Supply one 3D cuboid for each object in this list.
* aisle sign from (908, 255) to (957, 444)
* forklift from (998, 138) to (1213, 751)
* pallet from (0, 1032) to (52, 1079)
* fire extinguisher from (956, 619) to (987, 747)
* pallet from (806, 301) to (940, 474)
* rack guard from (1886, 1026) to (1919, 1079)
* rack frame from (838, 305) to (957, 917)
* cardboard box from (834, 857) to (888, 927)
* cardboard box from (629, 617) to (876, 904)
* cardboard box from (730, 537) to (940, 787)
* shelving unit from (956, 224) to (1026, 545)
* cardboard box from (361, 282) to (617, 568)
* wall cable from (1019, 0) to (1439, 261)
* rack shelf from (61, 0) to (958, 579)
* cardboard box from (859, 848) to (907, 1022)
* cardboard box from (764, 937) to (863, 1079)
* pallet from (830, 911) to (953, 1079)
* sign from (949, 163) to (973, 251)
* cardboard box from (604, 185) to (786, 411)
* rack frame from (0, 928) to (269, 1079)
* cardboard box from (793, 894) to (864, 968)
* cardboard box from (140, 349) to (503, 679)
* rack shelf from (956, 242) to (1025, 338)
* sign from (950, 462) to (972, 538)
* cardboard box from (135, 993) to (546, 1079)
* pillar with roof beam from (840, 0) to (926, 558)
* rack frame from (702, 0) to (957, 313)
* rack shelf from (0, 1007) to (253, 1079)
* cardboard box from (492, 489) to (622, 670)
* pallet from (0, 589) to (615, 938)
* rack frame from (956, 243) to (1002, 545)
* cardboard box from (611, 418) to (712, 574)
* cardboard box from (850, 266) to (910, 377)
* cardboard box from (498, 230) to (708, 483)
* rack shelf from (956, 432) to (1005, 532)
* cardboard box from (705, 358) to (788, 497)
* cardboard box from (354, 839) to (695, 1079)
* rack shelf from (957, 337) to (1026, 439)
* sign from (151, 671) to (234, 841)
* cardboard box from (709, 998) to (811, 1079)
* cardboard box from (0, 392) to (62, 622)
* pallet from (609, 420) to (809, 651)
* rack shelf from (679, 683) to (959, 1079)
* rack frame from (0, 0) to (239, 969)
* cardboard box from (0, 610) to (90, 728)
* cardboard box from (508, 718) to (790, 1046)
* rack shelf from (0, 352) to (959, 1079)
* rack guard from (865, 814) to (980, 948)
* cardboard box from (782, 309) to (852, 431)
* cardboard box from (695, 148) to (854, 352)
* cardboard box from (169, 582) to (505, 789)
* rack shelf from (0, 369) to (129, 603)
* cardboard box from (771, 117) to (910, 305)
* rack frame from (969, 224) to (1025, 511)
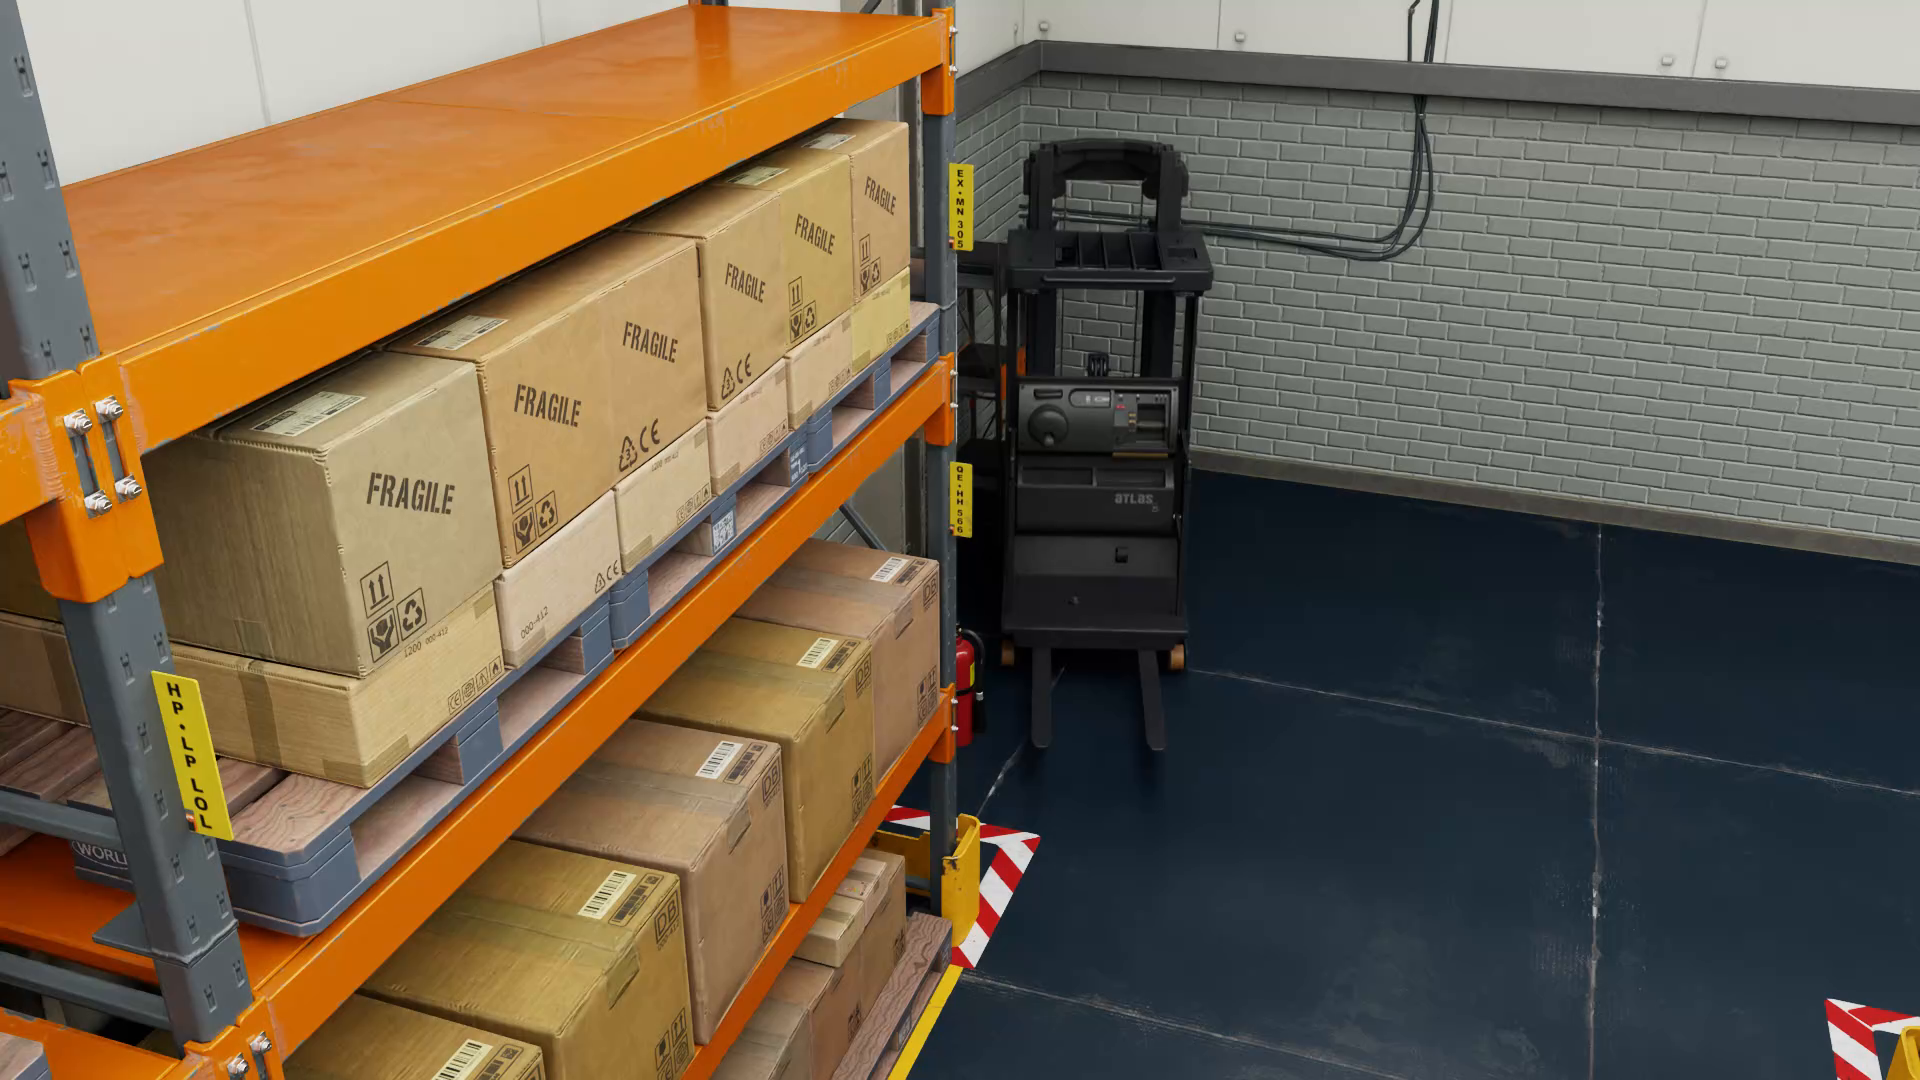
[{"bbox_3d":[-0.199,-0.776,6.651,0.394,0.787,0.004,9,27,17],"label":"aisle sign"},{"bbox_3d":[0.799,-0.685,9.526,1.130,2.935,3.031,1,26,2],"label":"forklift"},{"bbox_3d":[-2.096,1.144,2.447,0.805,0.209,1.217,8,27,15],"label":"pallet"},{"bbox_3d":[-0.021,0.588,7.334,0.296,0.674,0.183,9,27,17],"label":"fire extinguisher"},{"bbox_3d":[-0.743,-0.624,5.979,1.003,0.211,1.213,9,27,17],"label":"pallet"},{"bbox_3d":[4.141,2.253,6.246,1.175,0.500,0.348,9,27,17],"label":"rack guard"},{"bbox_3d":[-0.506,0.380,7.246,1.000,3.000,0.127,9,27,17],"label":"rack frame"},{"bbox_3d":[-0.516,1.406,6.771,0.380,0.149,0.250,8,27,17],"label":"cardboard box"},{"bbox_3d":[-0.898,0.757,6.124,0.980,0.700,0.700,9,27,17],"label":"cardboard box"},{"bbox_3d":[-0.666,0.456,6.745,0.980,0.700,0.700,10,28,20],"label":"cardboard box"},{"bbox_3d":[0.169,-1.045,11.209,0.431,2.100,0.503,8,27,20],"label":"shelving unit"},{"bbox_3d":[-1.170,-0.295,3.913,0.500,0.500,0.500,8,27,16],"label":"cardboard box"},{"bbox_3d":[1.713,-3.195,11.309,3.097,2.526,0.112,9,27,17],"label":"wall cable"},{"bbox_3d":[-1.172,-0.994,4.486,1.077,0.370,4.000,9,27,17],"label":"rack shelf"},{"bbox_3d":[-0.645,1.618,7.076,0.700,0.500,0.500,9,27,17],"label":"cardboard box"},{"bbox_3d":[-0.811,1.824,6.651,0.700,0.500,0.500,9,27,17],"label":"cardboard box"},{"bbox_3d":[-0.698,1.975,7.152,1.003,0.211,1.213,9,27,17],"label":"pallet"},{"bbox_3d":[0.001,-1.248,6.243,0.100,0.325,0.005,9,27,17],"label":"sign"},{"bbox_3d":[-0.835,-0.714,4.779,0.500,0.500,0.500,8,27,15],"label":"cardboard box"},{"bbox_3d":[-1.837,2.024,3.851,1.000,3.000,0.127,9,27,17],"label":"rack frame"},{"bbox_3d":[-0.600,1.511,6.554,0.380,0.149,0.250,9,27,19],"label":"cardboard box"},{"bbox_3d":[-1.335,-0.083,3.475,0.500,0.500,0.500,8,27,17],"label":"cardboard box"},{"bbox_3d":[0.153,-1.665,10.915,0.431,0.518,0.480,8,27,20],"label":"rack shelf"},{"bbox_3d":[0.001,-0.163,6.768,0.100,0.325,0.005,9,27,17],"label":"sign"},{"bbox_3d":[-1.641,1.668,4.242,0.980,0.700,0.700,9,27,18],"label":"cardboard box"},{"bbox_3d":[3.636,-2.931,7.200,9.100,9.000,0.400,9,27,17],"label":"pillar with roof beam"},{"bbox_3d":[-0.506,-2.320,5.939,1.000,3.000,0.127,9,27,17],"label":"rack frame"},{"bbox_3d":[-2.503,1.819,1.657,1.077,0.370,4.000,9,27,17],"label":"rack shelf"},{"bbox_3d":[-1.176,0.054,4.053,0.500,0.250,0.500,8,27,16],"label":"cardboard box"},{"bbox_3d":[-1.555,0.379,3.908,1.003,0.211,1.213,9,27,17],"label":"pallet"},{"bbox_3d":[0.080,-0.946,11.005,0.400,2.100,0.015,8,27,20],"label":"rack frame"},{"bbox_3d":[-1.012,-0.158,4.491,0.500,0.250,0.500,8,27,16],"label":"cardboard box"},{"bbox_3d":[-0.499,-0.797,5.811,0.500,0.250,0.500,10,27,19],"label":"cardboard box"},{"bbox_3d":[-1.011,-0.498,4.334,0.500,0.500,0.500,9,27,18],"label":"cardboard box"},{"bbox_3d":[0.185,-0.401,11.515,0.431,0.518,0.480,8,27,20],"label":"rack shelf"},{"bbox_3d":[-0.840,-0.368,4.926,0.500,0.250,0.500,8,27,16],"label":"cardboard box"},{"bbox_3d":[-1.393,1.369,4.860,0.980,0.700,0.700,8,27,16],"label":"cardboard box"},{"bbox_3d":[0.169,-1.033,11.215,0.431,0.518,0.480,8,27,20],"label":"rack shelf"},{"bbox_3d":[-1.322,0.374,2.862,0.100,0.325,0.005,9,27,17],"label":"sign"},{"bbox_3d":[-0.978,2.031,6.224,0.700,0.500,0.500,8,27,16],"label":"cardboard box"},{"bbox_3d":[-1.825,-0.151,3.616,0.500,0.500,0.500,9,27,17],"label":"cardboard box"},{"bbox_3d":[-1.147,-0.121,4.940,1.003,0.211,1.213,9,27,17],"label":"pallet"},{"bbox_3d":[-1.172,1.526,5.706,1.077,0.370,4.000,9,27,17],"label":"rack shelf"},{"bbox_3d":[-1.837,-0.676,2.544,1.000,3.000,0.127,9,27,17],"label":"rack frame"},{"bbox_3d":[-1.831,0.192,3.768,0.500,0.250,0.500,9,27,18],"label":"cardboard box"},{"bbox_3d":[-1.160,1.069,5.480,0.980,0.700,0.700,7,27,15],"label":"cardboard box"},{"bbox_3d":[-1.172,0.176,5.052,1.077,0.370,4.000,9,27,17],"label":"rack shelf"},{"bbox_3d":[-0.498,1.495,7.812,1.175,0.500,0.348,9,27,17],"label":"rack guard"},{"bbox_3d":[-0.672,-0.583,5.369,0.500,0.250,0.500,8,27,15],"label":"cardboard box"},{"bbox_3d":[-0.669,-0.930,5.224,0.500,0.500,0.500,10,27,19],"label":"cardboard box"},{"bbox_3d":[-1.359,0.262,3.625,0.500,0.250,0.500,9,27,17],"label":"cardboard box"},{"bbox_3d":[-2.503,0.649,1.091,1.077,0.370,4.000,9,27,17],"label":"rack shelf"},{"bbox_3d":[-0.492,-1.134,5.646,0.500,0.500,0.500,9,27,17],"label":"cardboard box"},{"bbox_3d":[0.257,-1.144,11.414,0.400,2.100,0.015,8,27,20],"label":"rack frame"}]
